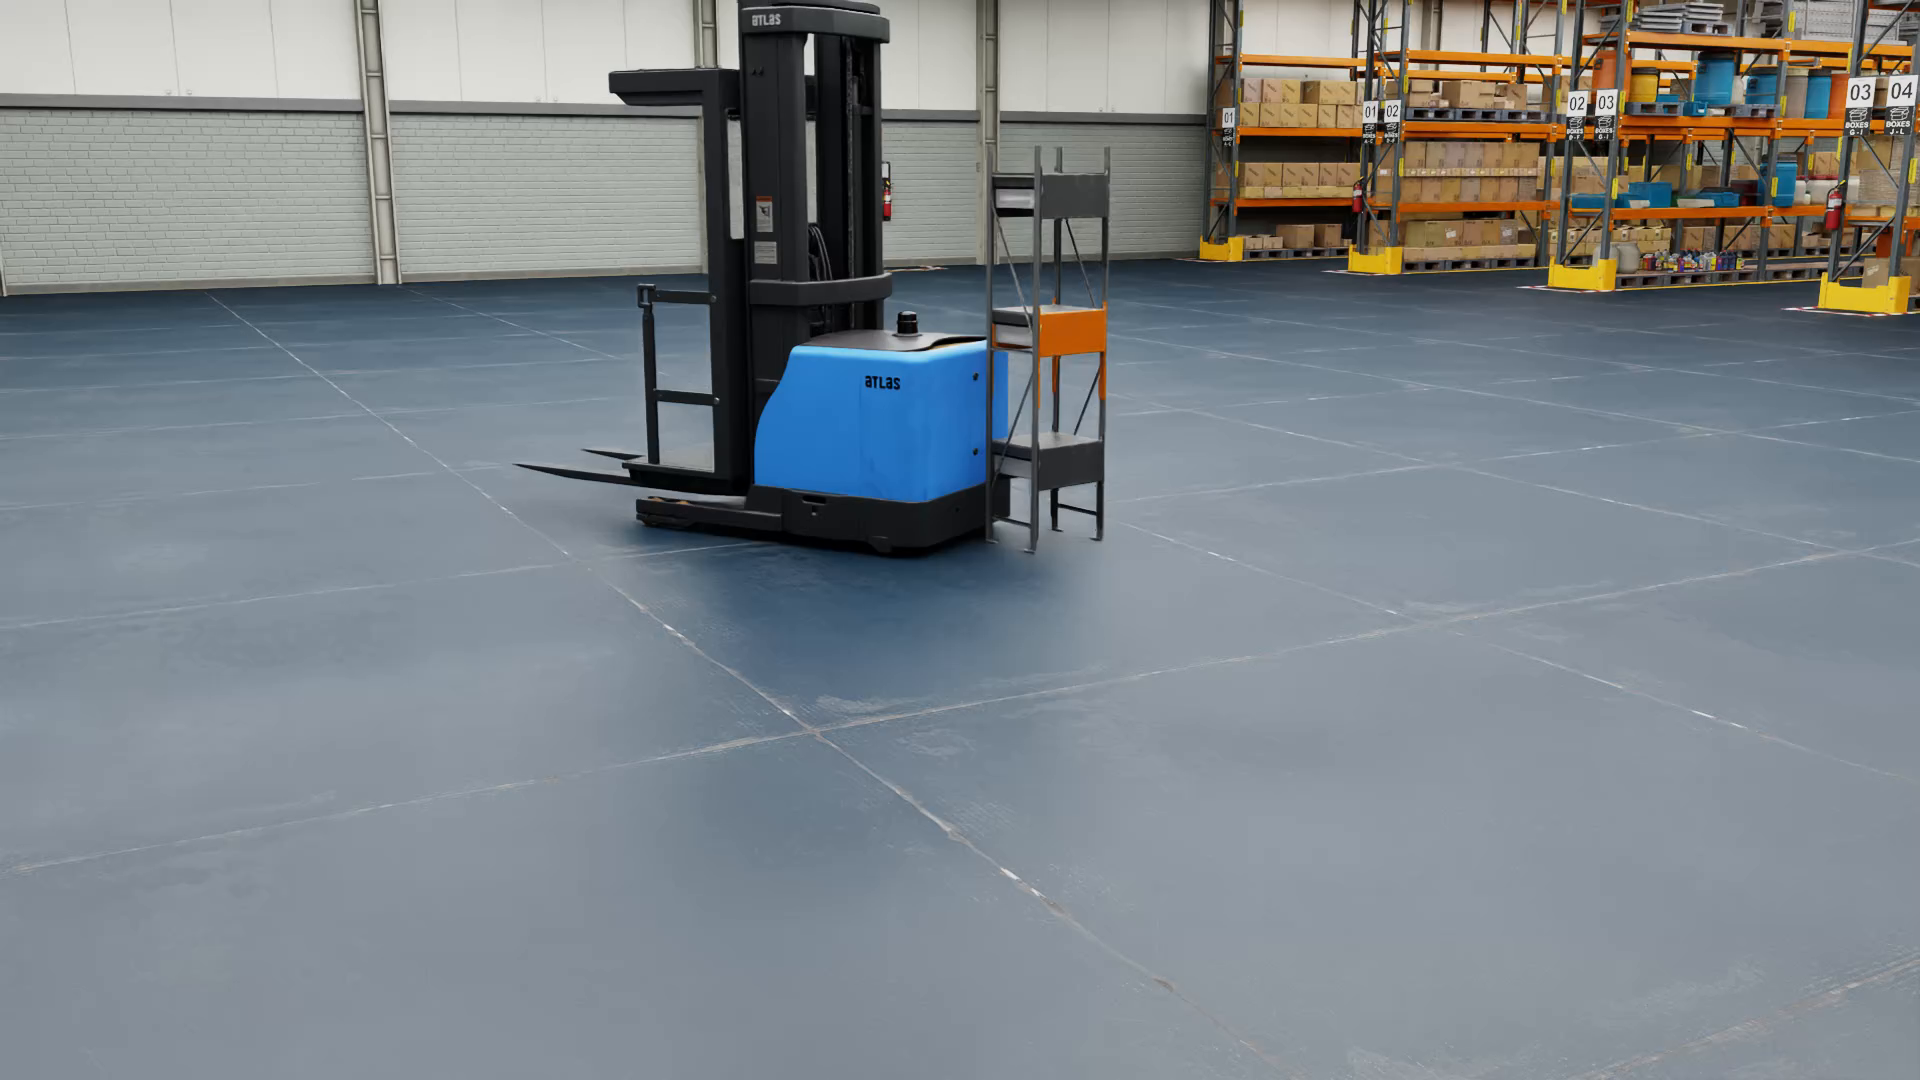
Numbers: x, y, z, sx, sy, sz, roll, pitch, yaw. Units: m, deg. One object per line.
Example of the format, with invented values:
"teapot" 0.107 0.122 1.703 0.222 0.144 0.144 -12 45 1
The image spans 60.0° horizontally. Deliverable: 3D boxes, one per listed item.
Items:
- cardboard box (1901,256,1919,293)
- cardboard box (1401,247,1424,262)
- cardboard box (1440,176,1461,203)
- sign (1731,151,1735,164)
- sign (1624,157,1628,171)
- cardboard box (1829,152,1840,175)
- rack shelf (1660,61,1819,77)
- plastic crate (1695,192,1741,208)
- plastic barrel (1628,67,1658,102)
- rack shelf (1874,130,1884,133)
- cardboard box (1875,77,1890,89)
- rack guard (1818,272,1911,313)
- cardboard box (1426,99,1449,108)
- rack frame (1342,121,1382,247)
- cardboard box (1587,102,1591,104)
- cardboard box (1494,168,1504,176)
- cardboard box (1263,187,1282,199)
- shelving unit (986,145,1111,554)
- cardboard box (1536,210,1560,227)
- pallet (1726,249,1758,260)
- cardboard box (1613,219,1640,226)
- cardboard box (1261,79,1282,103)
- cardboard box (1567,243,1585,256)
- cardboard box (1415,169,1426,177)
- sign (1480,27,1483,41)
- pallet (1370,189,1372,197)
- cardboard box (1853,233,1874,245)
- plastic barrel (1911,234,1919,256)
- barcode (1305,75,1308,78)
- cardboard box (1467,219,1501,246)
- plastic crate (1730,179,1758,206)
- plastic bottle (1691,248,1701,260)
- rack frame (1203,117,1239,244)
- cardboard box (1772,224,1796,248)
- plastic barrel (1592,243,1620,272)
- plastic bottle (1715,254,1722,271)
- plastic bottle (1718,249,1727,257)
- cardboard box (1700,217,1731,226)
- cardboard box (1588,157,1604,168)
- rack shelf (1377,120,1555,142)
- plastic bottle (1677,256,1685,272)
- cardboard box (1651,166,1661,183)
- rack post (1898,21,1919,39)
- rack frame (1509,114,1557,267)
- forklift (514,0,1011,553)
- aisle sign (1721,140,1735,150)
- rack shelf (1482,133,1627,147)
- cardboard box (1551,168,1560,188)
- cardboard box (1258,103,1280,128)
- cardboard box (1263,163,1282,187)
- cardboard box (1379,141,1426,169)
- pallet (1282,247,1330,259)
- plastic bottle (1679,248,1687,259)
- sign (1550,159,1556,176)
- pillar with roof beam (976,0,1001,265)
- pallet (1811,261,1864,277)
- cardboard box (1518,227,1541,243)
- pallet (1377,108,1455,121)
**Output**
"cardboard box" 13.820 -3.845 24.098 0.500 0.500 0.500 -3 13 -13
"cardboard box" 8.590 -5.514 32.084 0.500 0.250 0.500 -7 14 -28
"cardboard box" 9.326 -6.840 32.441 0.500 0.500 0.700 -7 14 -27
"sign" 19.927 -9.849 42.863 0.005 0.325 0.100 -7 14 -28
"sign" 16.437 -9.276 41.039 0.005 0.325 0.100 -7 14 -28
"cardboard box" 19.546 -8.486 37.477 0.500 0.500 0.500 -7 15 -30
"rack shelf" 16.790 -10.070 35.907 4.000 0.370 1.077 -7 14 -28
"plastic crate" 13.052 -5.861 28.661 0.616 0.251 0.499 -7 14 -28
"plastic barrel" 11.322 -7.586 27.770 0.600 0.588 0.600 0 13 0
"rack shelf" 19.160 -7.846 31.949 4.000 0.370 1.077 -7 14 -28
"cardboard box" 12.850 -6.401 23.324 0.250 0.149 0.380 -7 14 -28
"rack guard" 12.822 -3.516 23.593 0.348 0.500 1.175 -7 14 -28
"cardboard box" 9.130 -8.341 31.804 0.250 0.149 0.380 -7 14 -28
"rack frame" 9.147 -8.012 37.878 0.127 3.000 1.000 -7 14 -28
"cardboard box" 12.550 -8.774 33.818 0.500 0.250 0.500 -8 15 -33
"cardboard box" 10.493 -7.246 32.771 0.250 0.149 0.380 -7 14 -28
"cardboard box" 6.665 -7.575 36.233 0.500 0.250 0.500 -7 15 -30
"shelving unit" 0.461 -1.017 8.845 0.503 2.100 0.431 -10 16 -38
"cardboard box" 14.138 -7.732 40.573 0.750 0.750 0.750 -7 14 -28
"pallet" 16.777 -6.317 36.697 1.213 0.211 1.003 -7 14 -28
"cardboard box" 16.874 -7.898 42.108 0.500 0.500 0.700 -7 14 -27
"cardboard box" 6.555 -9.638 35.719 0.500 0.500 0.500 -7 14 -29
"cardboard box" 12.445 -5.969 34.108 0.500 0.250 0.500 -6 14 -26
"cardboard box" 8.690 -7.030 31.810 0.250 0.149 0.380 -7 15 -29
"sign" 12.388 -11.999 39.443 0.005 0.325 0.100 -7 14 -28
"pallet" 9.887 -7.971 38.132 1.213 0.211 1.003 -7 14 -28
"cardboard box" 20.849 -6.994 38.617 0.500 0.250 0.500 -7 14 -28
"plastic barrel" 18.278 -5.646 32.075 0.421 0.512 0.421 0 13 0
"barcode" 7.720 -10.339 37.058 0.075 0.075 0.001 -7 14 -28
"cardboard box" 10.340 -6.092 32.946 0.500 0.500 0.500 -7 14 -28
"plastic crate" 14.172 -6.244 29.876 0.583 0.464 0.402 -7 14 -28
"plastic bottle" 13.055 -4.992 29.491 0.185 0.351 0.144 -7 14 -28
"rack frame" 5.636 -7.591 36.008 0.127 3.000 1.000 -7 14 -28
"cardboard box" 18.249 -6.787 37.127 0.500 0.500 0.500 -7 14 -28
"plastic barrel" 10.924 -4.757 28.125 0.421 0.512 0.421 0 13 0
"plastic bottle" 13.175 -4.823 28.895 0.133 0.283 0.061 -6 14 -24
"plastic bottle" 13.397 -4.929 29.212 0.185 0.351 0.144 -7 14 -28
"cardboard box" 16.686 -7.098 36.801 0.500 0.250 0.500 -7 15 -29
"cardboard box" 15.428 -9.273 40.821 0.500 0.250 0.500 -6 14 -27
"rack shelf" 9.768 -7.960 32.452 4.000 0.370 1.077 -7 14 -28
"plastic bottle" 12.331 -4.722 28.445 0.133 0.283 0.061 -7 14 -27
"cardboard box" 17.296 -9.130 42.161 0.700 0.700 0.980 -7 15 -29
"rack post" 18.021 -9.498 30.988 0.937 0.300 0.954 -7 14 -28
"rack frame" 11.523 -7.058 33.638 0.127 3.000 1.000 -7 14 -28
"forklift" -1.250 -1.575 9.433 3.031 2.935 1.130 7 15 29
"aisle sign" 19.886 -10.492 42.979 0.004 0.787 0.394 -7 14 -28
"rack shelf" 14.413 -9.756 40.432 4.000 0.370 1.077 -7 14 -28
"cardboard box" 14.107 -8.743 40.178 0.500 0.500 0.500 -7 14 -28
"cardboard box" 6.537 -9.150 35.828 0.500 0.500 0.500 -6 14 -24
"cardboard box" 6.637 -7.936 36.128 0.500 0.500 0.500 -7 14 -28
"cardboard box" 8.475 -7.371 31.846 0.500 0.500 0.700 -7 14 -28
"pallet" 7.502 -6.445 37.266 1.213 0.211 1.003 -7 14 -28
"plastic bottle" 12.820 -5.000 29.527 0.185 0.351 0.144 -8 15 -30
"sign" 11.791 -7.412 33.059 0.005 0.325 0.100 -7 14 -28
"pillar with roof beam" 2.632 -9.297 29.926 0.400 9.000 9.100 -7 14 -28
"pallet" 16.706 -5.089 31.241 1.213 0.211 1.003 -7 14 -28
"cardboard box" 11.741 -6.293 34.267 0.500 0.311 0.500 -7 14 -28
"pallet" 8.645 -8.127 31.757 1.213 0.211 1.003 -7 14 -28
